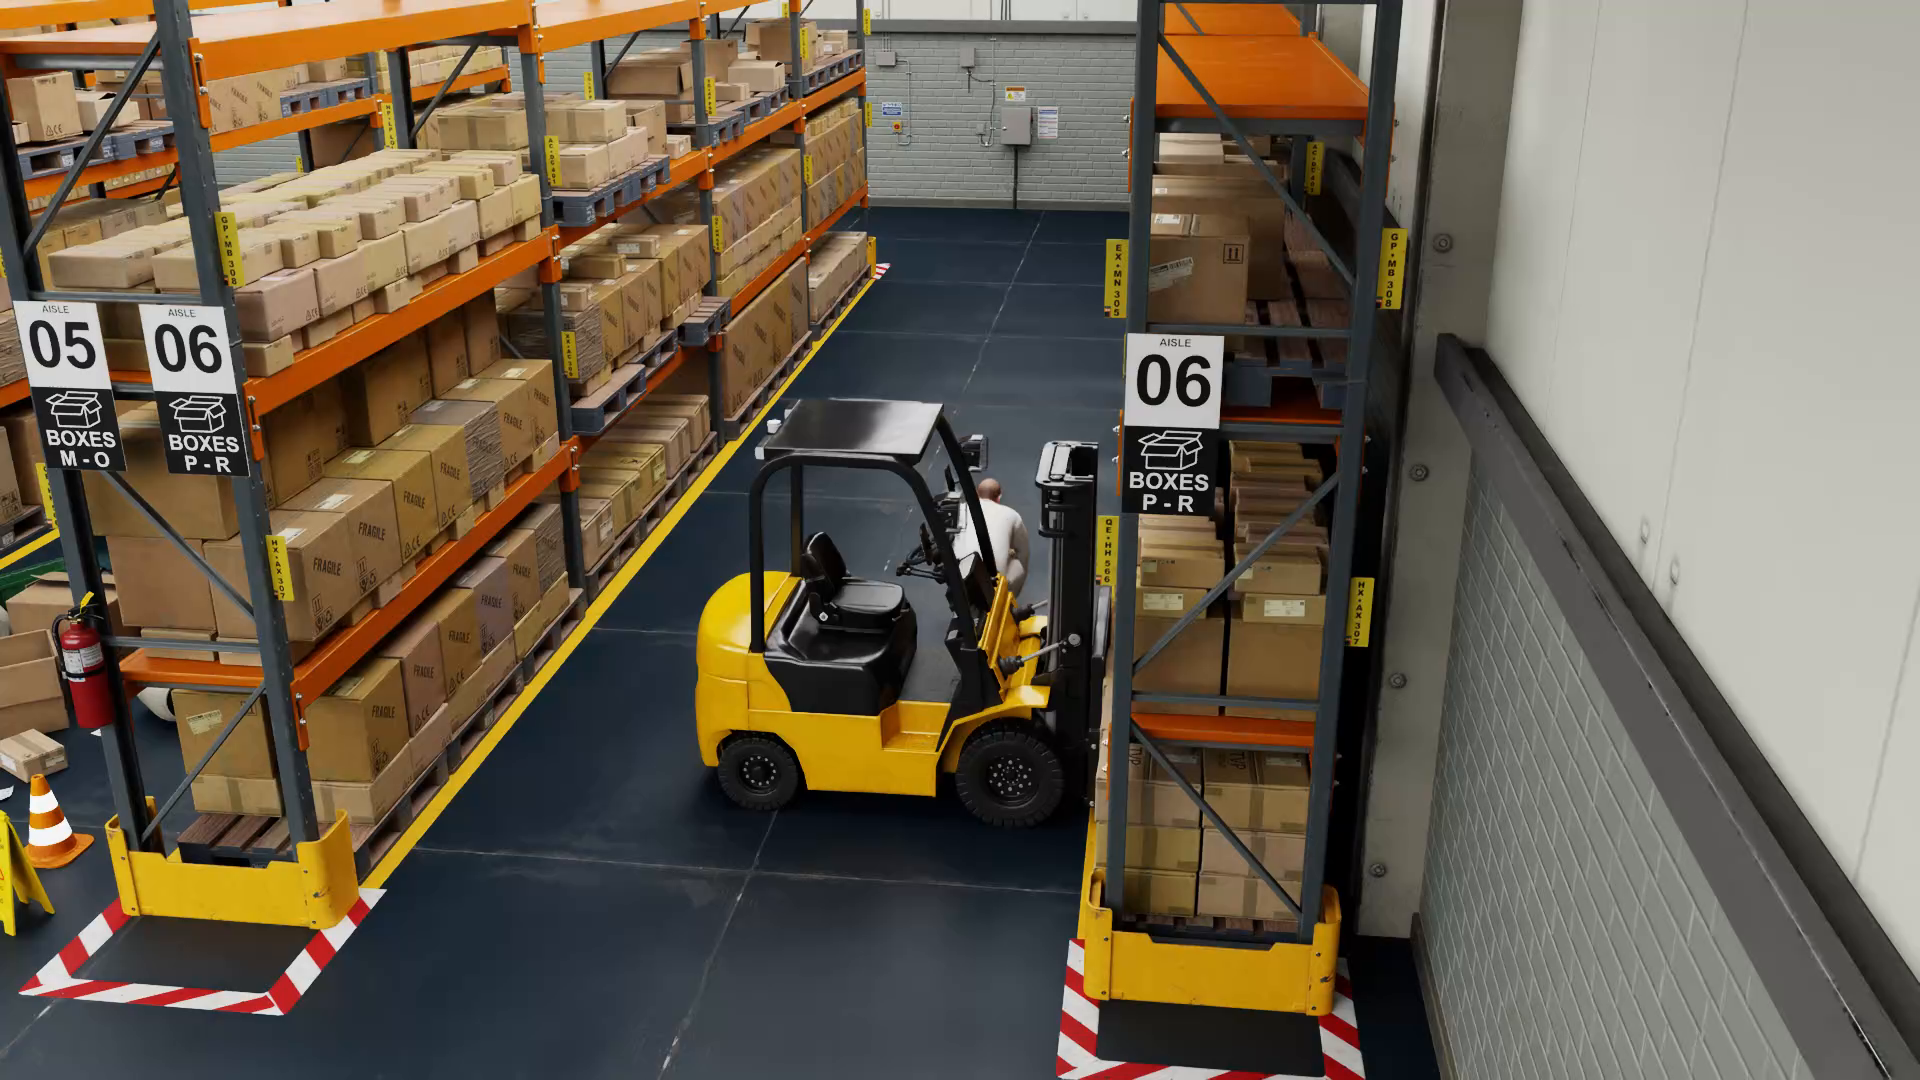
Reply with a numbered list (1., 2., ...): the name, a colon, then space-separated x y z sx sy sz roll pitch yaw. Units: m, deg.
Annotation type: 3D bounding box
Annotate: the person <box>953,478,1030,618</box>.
1. person: 0.192 0.122 11.907 0.606 0.981 0.919 6 22 16
